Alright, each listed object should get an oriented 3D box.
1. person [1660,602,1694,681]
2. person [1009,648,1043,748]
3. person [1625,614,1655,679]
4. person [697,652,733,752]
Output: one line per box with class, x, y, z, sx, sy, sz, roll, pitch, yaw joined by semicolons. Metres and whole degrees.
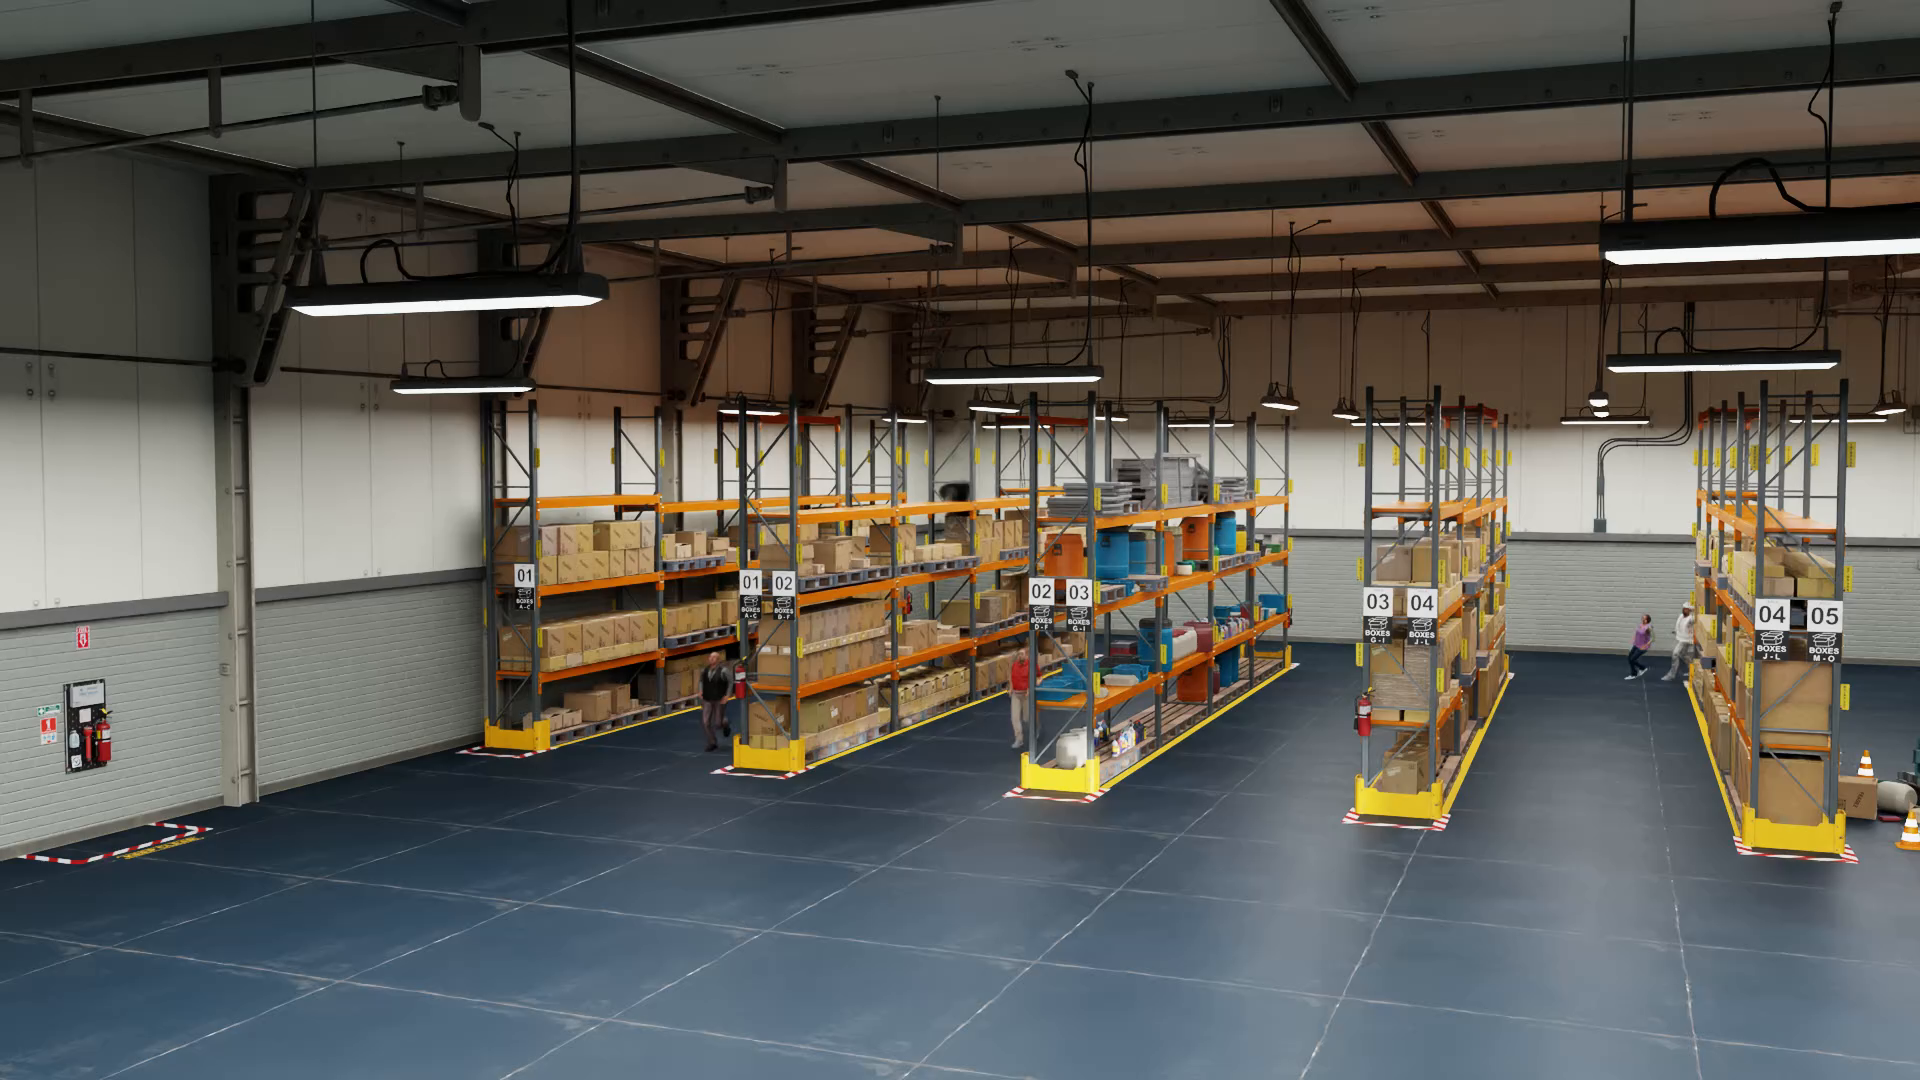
person;16.219;2.275;37.261;0.911;1.785;0.742;0;3;-2
person;1.135;2.736;28.986;0.679;1.717;0.808;1;3;27
person;15.302;2.415;37.422;0.476;1.526;0.634;-1;3;-13
person;-4.207;2.765;28.615;0.687;1.683;0.639;1;3;13
